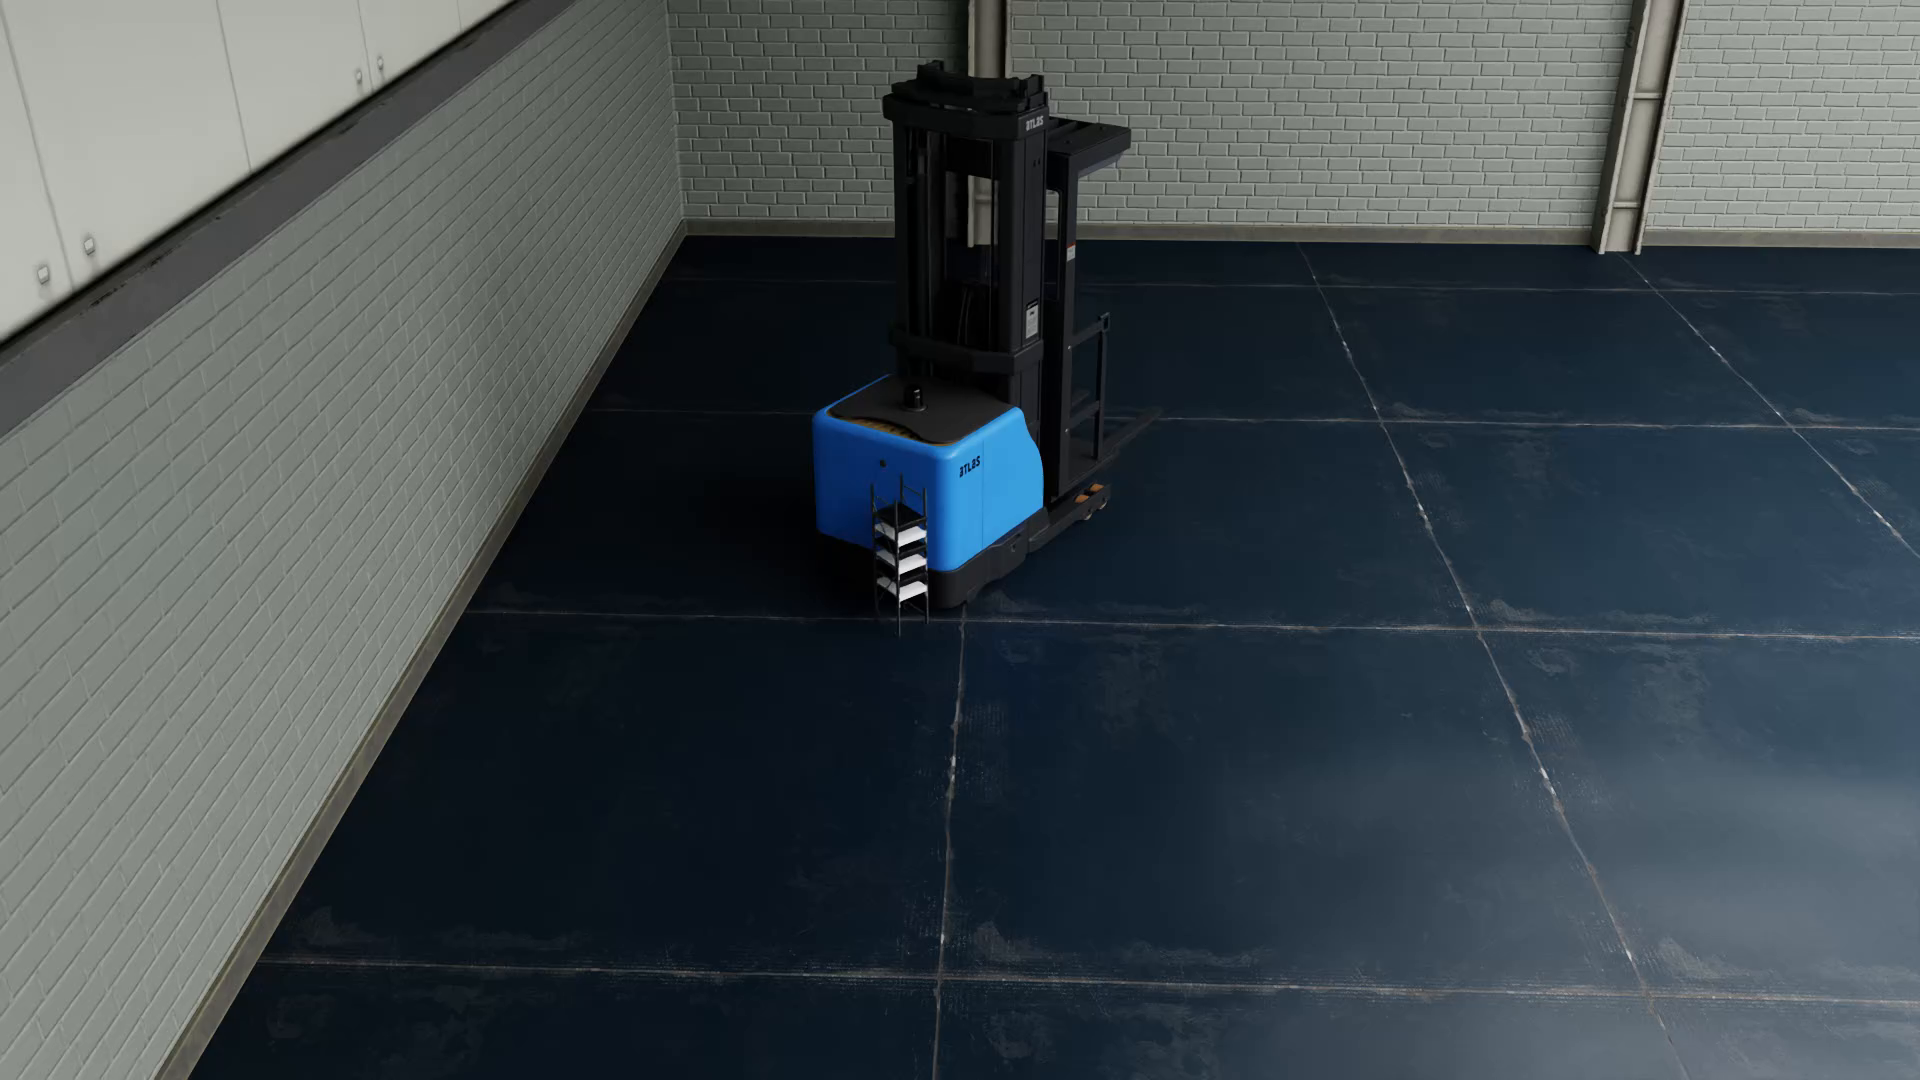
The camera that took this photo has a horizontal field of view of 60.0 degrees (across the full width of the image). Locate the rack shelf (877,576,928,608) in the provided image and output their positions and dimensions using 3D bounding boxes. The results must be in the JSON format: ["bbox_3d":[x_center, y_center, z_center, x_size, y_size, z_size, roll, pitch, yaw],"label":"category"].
[{"bbox_3d":[-0.343,0.276,9.637,0.200,0.077,0.258,-21,36,-32],"label":"rack shelf"}]

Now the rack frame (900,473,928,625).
[{"bbox_3d":[-0.264,0.060,9.586,0.006,0.900,0.240,-21,36,-32],"label":"rack frame"}]

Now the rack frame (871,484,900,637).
[{"bbox_3d":[-0.424,0.123,9.477,0.006,0.900,0.240,-21,36,-32],"label":"rack frame"}]

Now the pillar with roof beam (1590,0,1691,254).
[{"bbox_3d":[6.119,-4.749,10.027,0.400,9.000,9.100,1,28,2],"label":"pillar with roof beam"}]

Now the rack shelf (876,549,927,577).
[{"bbox_3d":[-0.344,0.120,9.548,0.200,0.077,0.258,-21,36,-32],"label":"rack shelf"}]

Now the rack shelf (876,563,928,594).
[{"bbox_3d":[-0.344,0.198,9.593,0.200,0.077,0.258,-21,36,-32],"label":"rack shelf"}]

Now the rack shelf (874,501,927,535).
[{"bbox_3d":[-0.345,-0.114,9.414,0.200,0.077,0.258,-21,36,-32],"label":"rack shelf"}]

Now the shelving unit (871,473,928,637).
[{"bbox_3d":[-0.344,0.091,9.532,0.210,0.900,0.258,-21,36,-32],"label":"shelving unit"}]

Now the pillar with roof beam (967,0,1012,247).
[{"bbox_3d":[0.122,-4.849,10.214,0.400,9.000,9.100,1,28,2],"label":"pillar with roof beam"}]

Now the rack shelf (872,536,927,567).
[{"bbox_3d":[-0.344,0.042,9.503,0.200,0.077,0.258,-21,36,-32],"label":"rack shelf"}]

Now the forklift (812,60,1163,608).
[{"bbox_3d":[0.346,-1.537,10.446,1.130,2.935,3.031,17,33,29],"label":"forklift"}]

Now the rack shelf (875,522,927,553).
[{"bbox_3d":[-0.344,-0.036,9.459,0.200,0.077,0.258,-21,36,-32],"label":"rack shelf"}]
